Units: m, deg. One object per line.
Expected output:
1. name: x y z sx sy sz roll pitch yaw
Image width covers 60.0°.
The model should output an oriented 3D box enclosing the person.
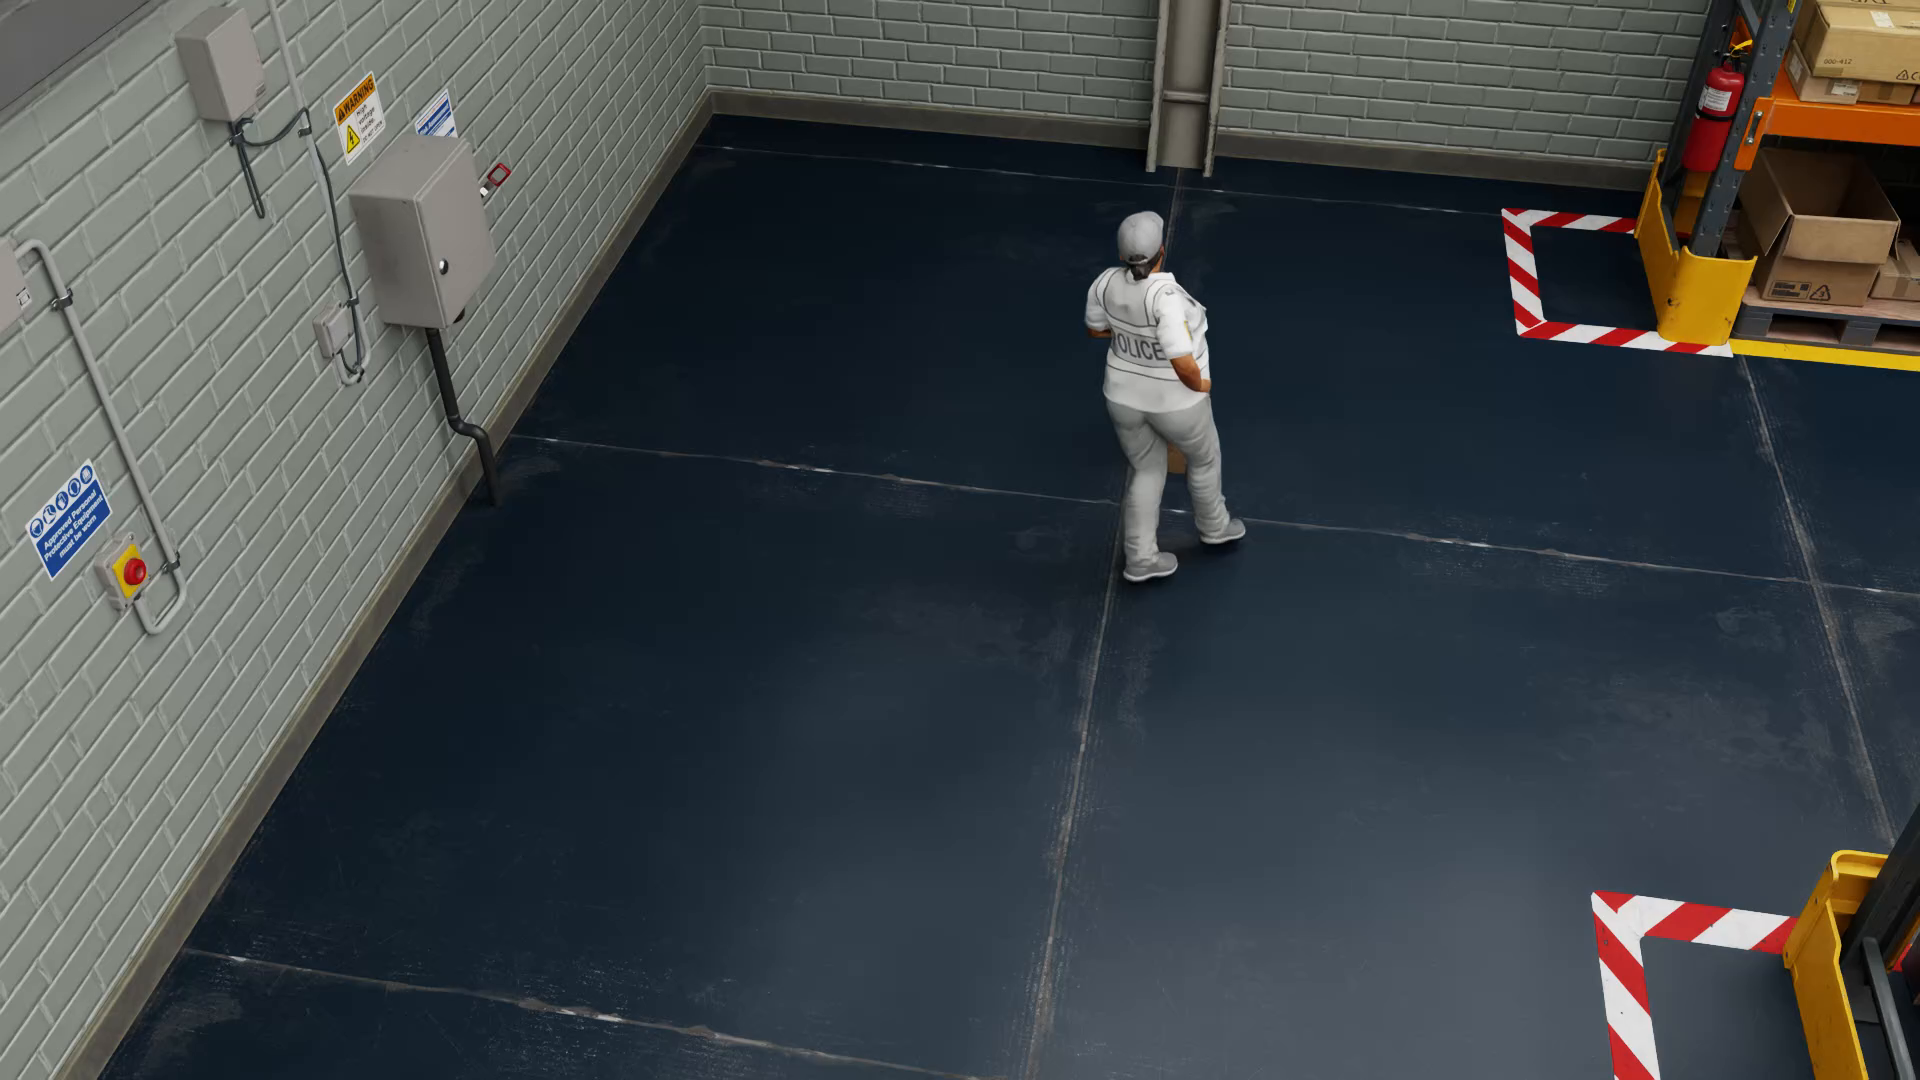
1. person: 0.830 -0.606 6.865 0.687 1.664 0.694 23 46 25
